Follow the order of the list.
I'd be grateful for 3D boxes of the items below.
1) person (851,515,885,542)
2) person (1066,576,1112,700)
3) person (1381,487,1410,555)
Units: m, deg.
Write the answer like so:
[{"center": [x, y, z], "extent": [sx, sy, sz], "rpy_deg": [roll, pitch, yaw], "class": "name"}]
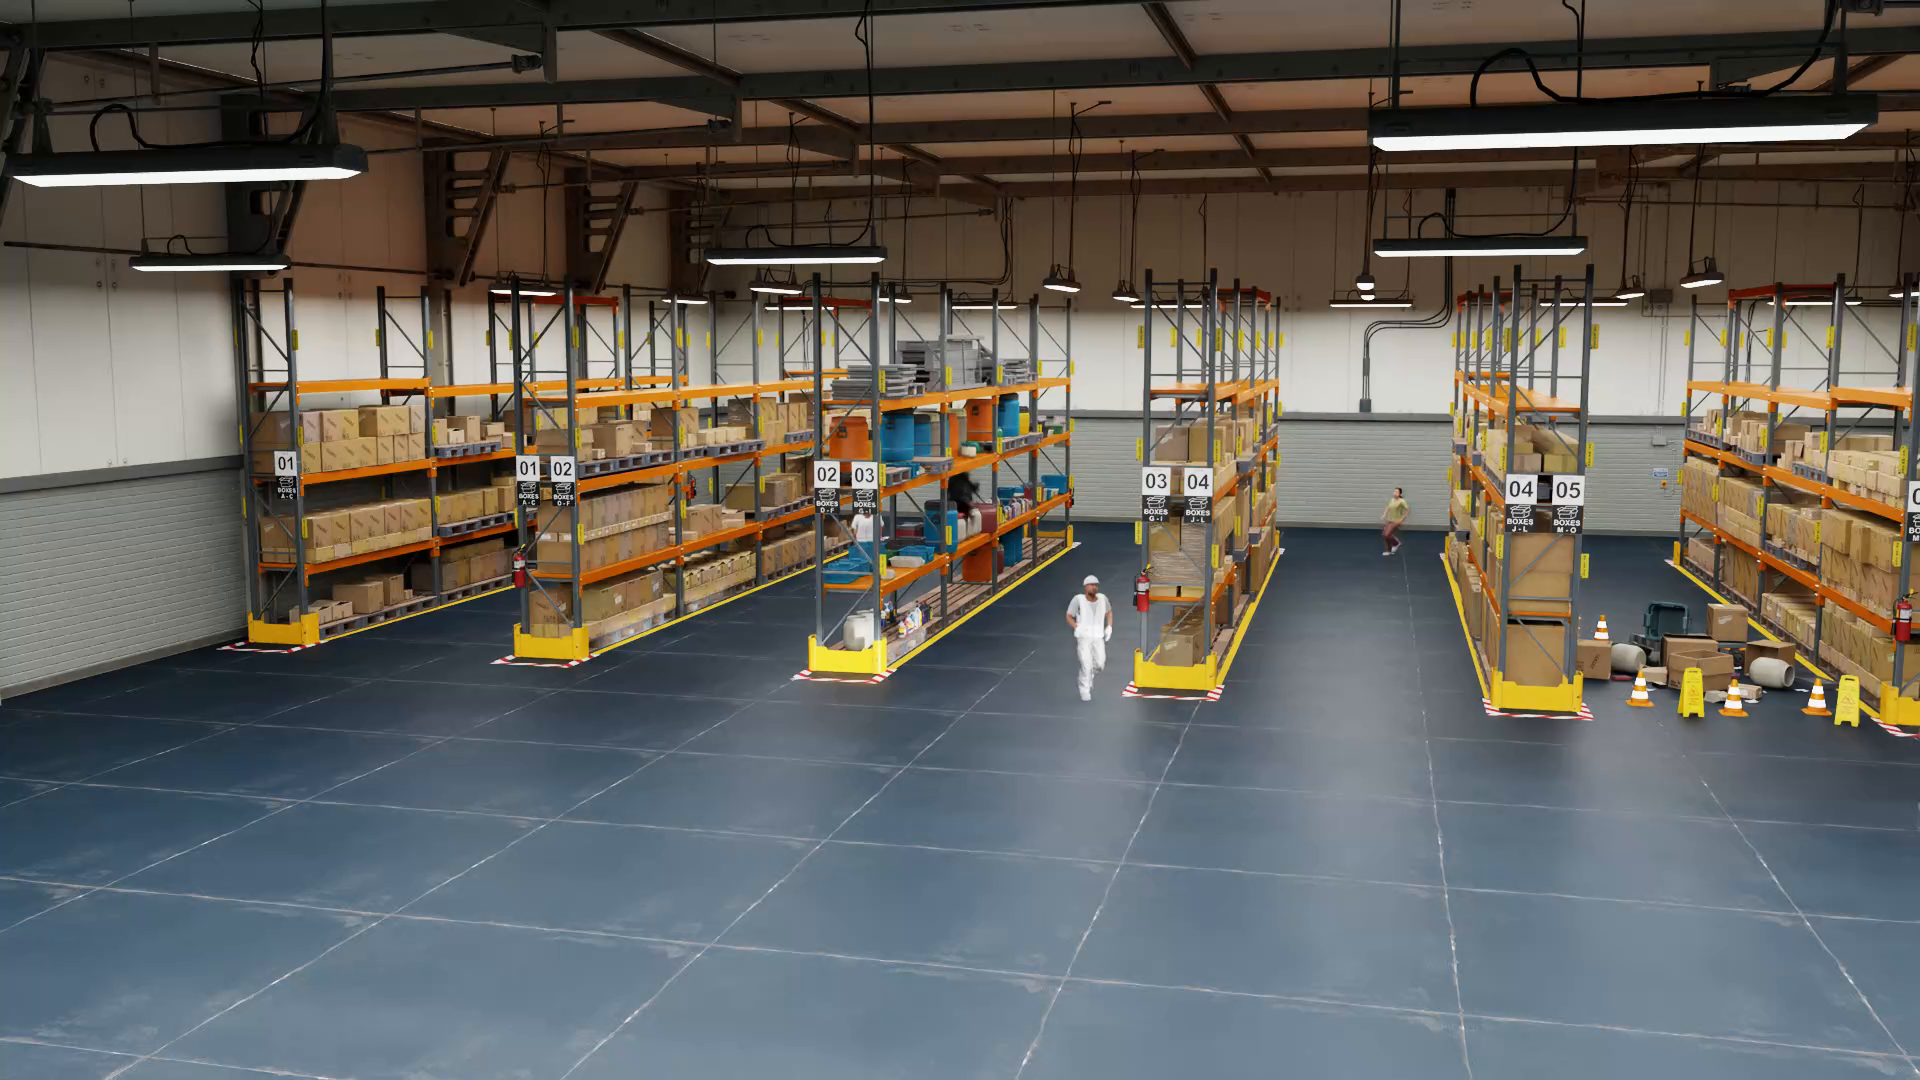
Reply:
[{"center": [-1.899, 0.051, 34.206], "extent": [0.699, 1.738, 0.758], "rpy_deg": [0, 7, 0], "class": "person"}, {"center": [1.830, 1.358, 23.361], "extent": [0.721, 1.743, 0.633], "rpy_deg": [-2, 7, -16], "class": "person"}, {"center": [10.088, -0.425, 38.666], "extent": [0.521, 1.612, 0.633], "rpy_deg": [-4, 8, -29], "class": "person"}]
